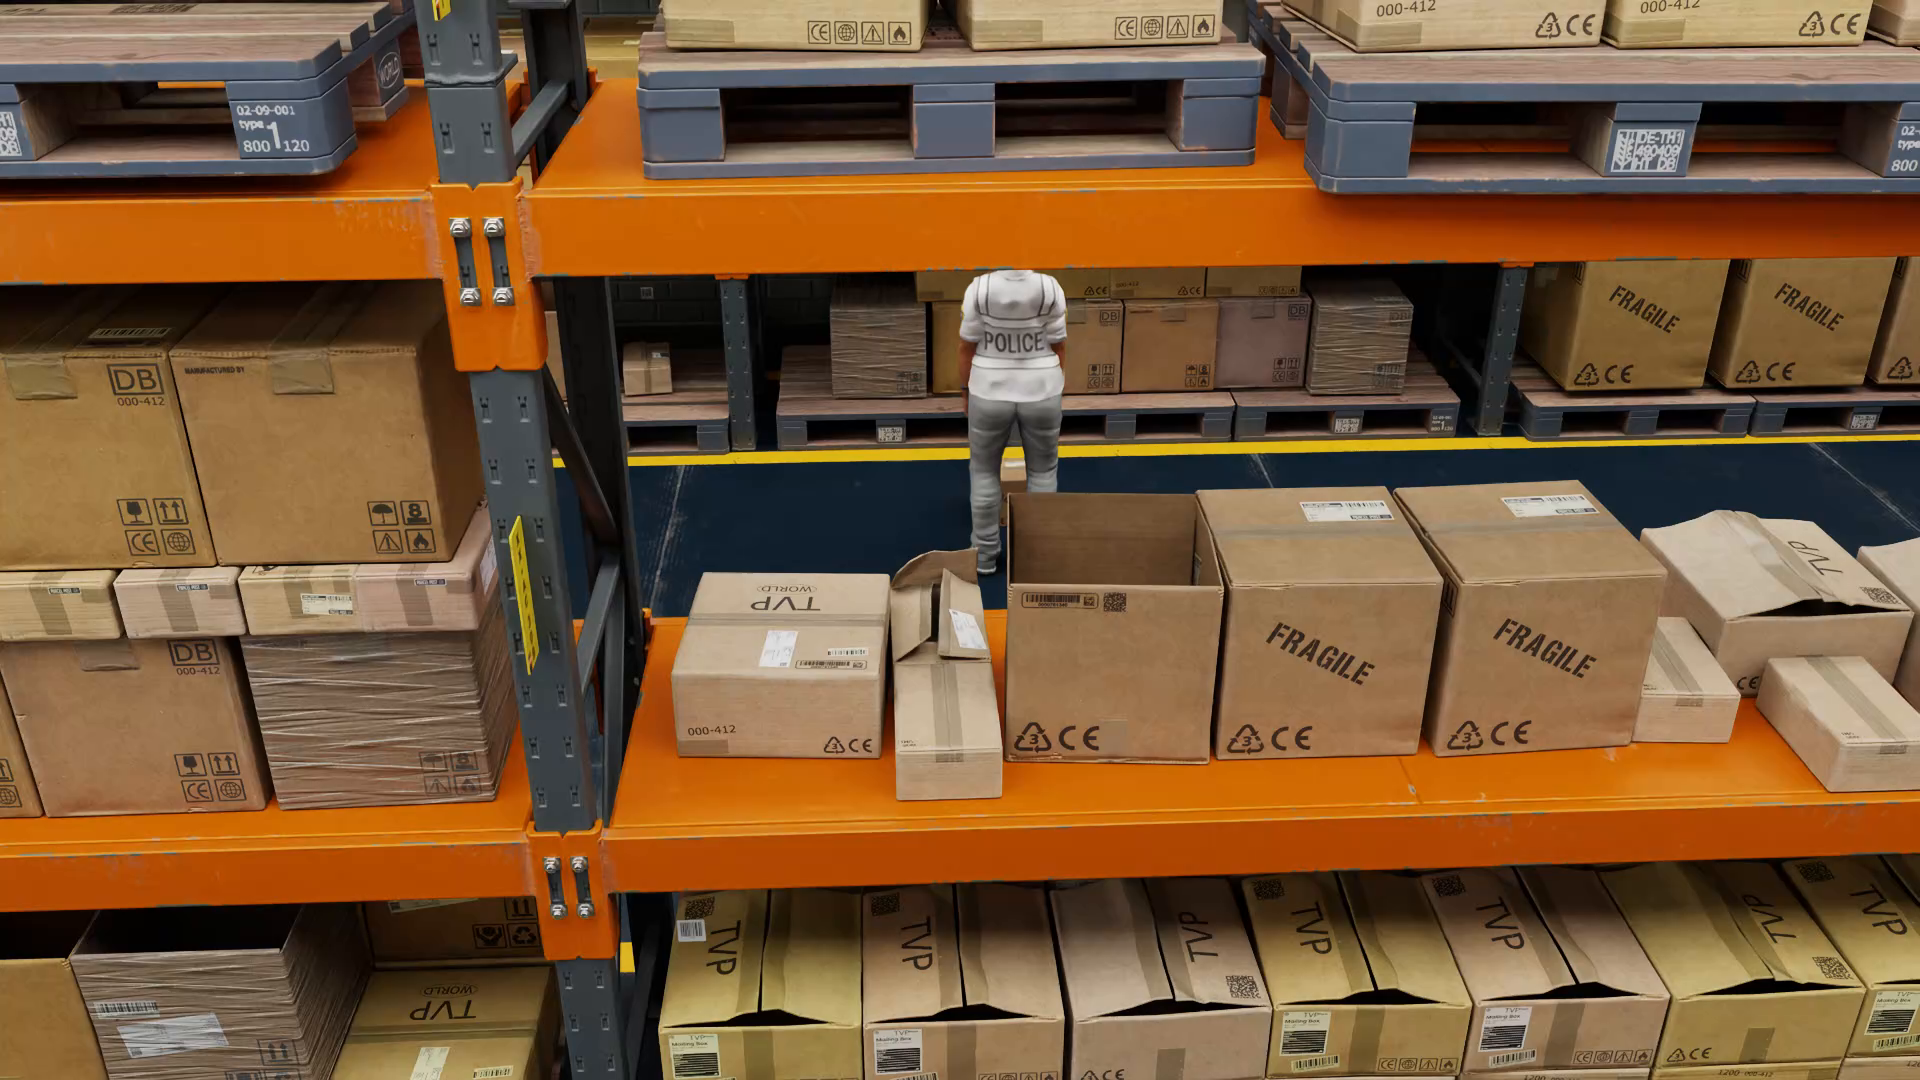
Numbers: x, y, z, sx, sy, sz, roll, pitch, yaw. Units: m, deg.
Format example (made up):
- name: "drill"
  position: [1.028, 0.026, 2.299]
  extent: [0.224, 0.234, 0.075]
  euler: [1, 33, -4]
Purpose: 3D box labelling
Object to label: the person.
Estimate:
- name: "person"
  position: [0.224, -0.632, 7.329]
  extent: [0.469, 1.660, 0.390]
  euler: [-1, 28, -1]
